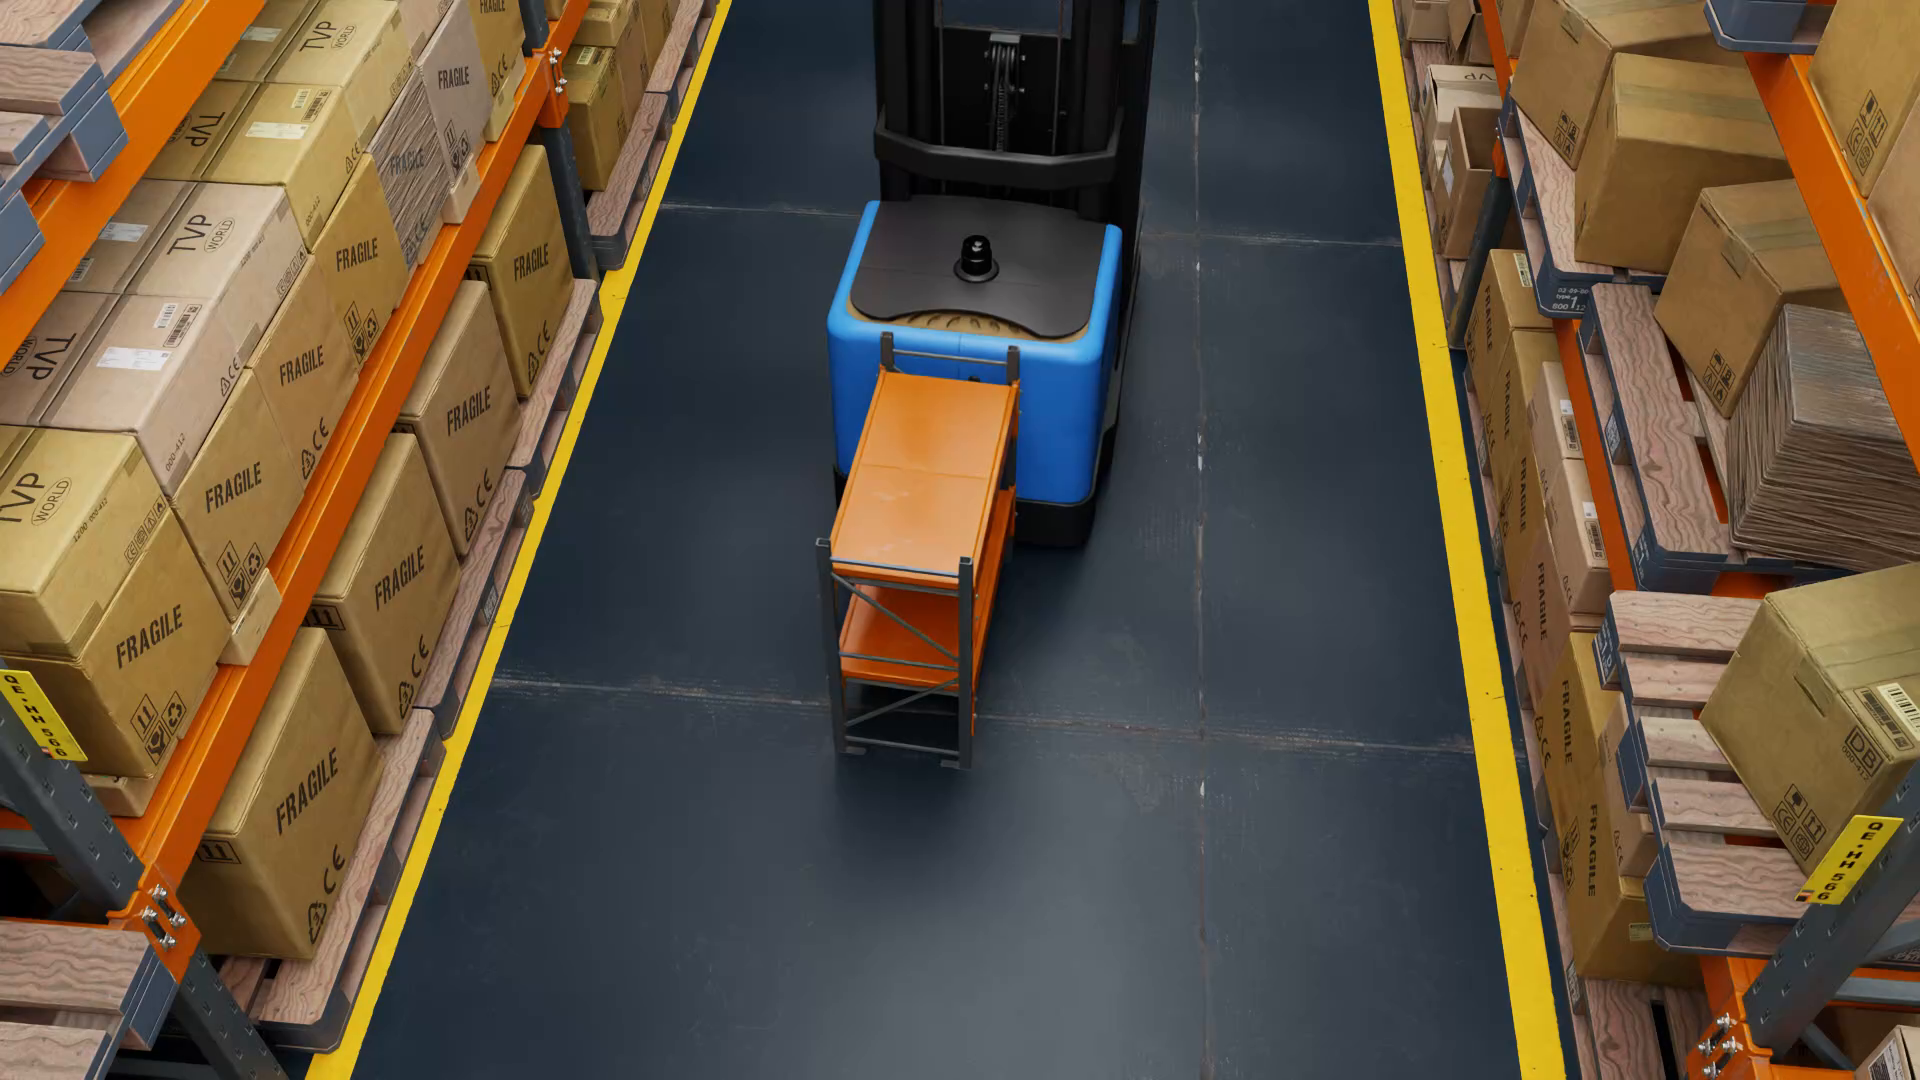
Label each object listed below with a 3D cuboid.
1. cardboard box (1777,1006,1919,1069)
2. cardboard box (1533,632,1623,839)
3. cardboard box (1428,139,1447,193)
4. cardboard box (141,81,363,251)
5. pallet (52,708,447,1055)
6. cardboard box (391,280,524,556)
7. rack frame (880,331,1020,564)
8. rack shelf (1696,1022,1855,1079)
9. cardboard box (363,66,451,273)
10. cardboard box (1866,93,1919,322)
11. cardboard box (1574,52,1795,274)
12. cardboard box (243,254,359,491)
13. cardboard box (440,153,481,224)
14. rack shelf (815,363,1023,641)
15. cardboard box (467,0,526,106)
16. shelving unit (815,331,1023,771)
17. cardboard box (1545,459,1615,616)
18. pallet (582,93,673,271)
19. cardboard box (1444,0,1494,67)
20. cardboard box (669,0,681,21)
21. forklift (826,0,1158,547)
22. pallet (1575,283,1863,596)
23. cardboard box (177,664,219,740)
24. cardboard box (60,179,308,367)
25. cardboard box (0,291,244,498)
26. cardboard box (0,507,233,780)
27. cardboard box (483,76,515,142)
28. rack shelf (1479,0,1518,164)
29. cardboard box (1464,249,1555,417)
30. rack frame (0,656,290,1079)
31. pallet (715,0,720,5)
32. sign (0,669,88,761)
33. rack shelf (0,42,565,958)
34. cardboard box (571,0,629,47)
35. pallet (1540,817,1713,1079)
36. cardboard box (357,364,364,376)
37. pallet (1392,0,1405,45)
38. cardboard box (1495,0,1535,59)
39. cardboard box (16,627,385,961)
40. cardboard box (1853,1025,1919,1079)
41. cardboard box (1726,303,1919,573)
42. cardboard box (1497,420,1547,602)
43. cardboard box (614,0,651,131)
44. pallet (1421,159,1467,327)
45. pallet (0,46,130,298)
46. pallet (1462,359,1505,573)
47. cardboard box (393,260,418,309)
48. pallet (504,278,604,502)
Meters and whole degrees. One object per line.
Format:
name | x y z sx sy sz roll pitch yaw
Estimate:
cardboard box | 2.689 1.433 4.829 0.500 0.500 0.500 6 48 5
cardboard box | 2.262 0.665 5.531 0.500 0.500 0.500 2 48 2
cardboard box | 2.472 -1.790 8.014 0.380 0.149 0.250 4 48 4
cardboard box | -2.142 -1.126 4.982 0.500 0.250 0.500 3 48 3
pallet | -2.423 1.089 5.637 1.003 0.211 1.213 4 48 4
cardboard box | -2.214 -0.493 6.367 0.750 0.750 0.750 5 48 5
rack frame | -0.036 -0.325 6.311 0.500 1.125 0.032 7 48 7
rack shelf | 2.181 2.765 2.702 1.077 0.370 4.000 4 48 4
cardboard box | -2.088 -1.258 5.610 0.500 0.500 0.500 4 48 4
cardboard box | 2.416 -0.691 3.275 0.910 0.500 0.500 4 48 4
cardboard box | 2.462 -1.219 5.506 0.700 0.500 0.500 11 48 10
cardboard box | -2.168 -0.507 4.924 0.500 0.500 0.500 4 48 3
cardboard box | -1.988 -1.299 6.088 0.380 0.149 0.250 4 48 4
rack shelf | -0.122 -0.153 5.757 0.538 0.278 1.000 7 48 7
cardboard box | -1.997 -2.002 6.291 0.500 0.500 0.500 3 48 3
shelving unit | -0.122 0.045 5.973 0.538 1.125 1.048 7 48 7
cardboard box | 2.305 -0.002 5.633 0.500 0.250 0.500 3 48 3
pallet | -2.058 -1.829 8.306 1.003 0.211 1.213 4 48 4
cardboard box | 2.894 -2.573 8.490 0.797 0.503 0.637 4 48 4
cardboard box | -1.896 -3.196 9.076 0.700 0.500 0.500 2 48 2
forklift | 0.249 -2.065 6.678 1.130 2.935 3.031 7 48 7
pallet | 2.536 -0.312 5.158 1.003 0.211 1.213 4 48 4
cardboard box | -2.278 0.390 4.544 0.380 0.149 0.250 4 48 4
cardboard box | -2.182 -0.751 4.639 0.500 0.250 0.500 4 48 4
cardboard box | -2.224 -0.383 4.302 0.500 0.250 0.500 3 48 3
cardboard box | -2.271 0.242 4.239 0.500 0.500 0.500 5 48 5
cardboard box | -1.954 -1.684 6.440 0.380 0.149 0.250 5 48 4
rack shelf | 2.910 -3.113 8.078 1.077 0.370 4.000 4 48 4
cardboard box | 2.441 -0.852 6.919 0.500 0.500 0.500 2 48 2
rack frame | -2.567 0.723 4.082 0.949 2.616 0.053 4 48 4
pallet | -1.836 -3.622 9.946 1.003 0.211 1.213 4 48 4
sign | -2.029 0.388 3.657 0.100 0.325 0.005 4 48 4
rack shelf | -2.388 -0.504 5.692 1.077 0.370 4.000 4 48 4
cardboard box | -1.823 -2.516 8.014 0.380 0.149 0.250 5 48 5
pallet | 2.469 1.448 5.309 1.003 0.211 1.213 4 48 4
cardboard box | -2.181 -0.554 5.406 0.380 0.149 0.250 4 48 4
pallet | 3.014 -3.243 9.599 1.003 0.211 1.213 4 48 4
cardboard box | 2.518 -2.305 6.783 0.500 0.500 0.500 5 48 4
cardboard box | -2.373 0.775 5.207 0.750 0.750 0.750 3 48 3
cardboard box | 2.287 1.347 3.571 0.500 0.311 0.500 7 48 6
cardboard box | 2.582 -0.252 4.622 0.700 0.500 0.500 12 49 11
cardboard box | 2.350 -0.093 6.224 0.500 0.500 0.500 4 48 4
cardboard box | -1.986 -2.427 8.372 0.700 0.500 0.500 3 48 3
pallet | 2.791 -1.450 7.959 1.003 0.211 1.213 4 48 4
pallet | -2.564 -0.703 3.481 1.213 0.211 1.003 6 48 5
pallet | 2.691 -0.345 6.949 1.003 0.211 1.213 4 48 4
cardboard box | -2.114 -0.941 5.760 0.380 0.149 0.250 3 48 2
pallet | -2.201 -0.704 7.277 1.003 0.211 1.213 4 48 4
